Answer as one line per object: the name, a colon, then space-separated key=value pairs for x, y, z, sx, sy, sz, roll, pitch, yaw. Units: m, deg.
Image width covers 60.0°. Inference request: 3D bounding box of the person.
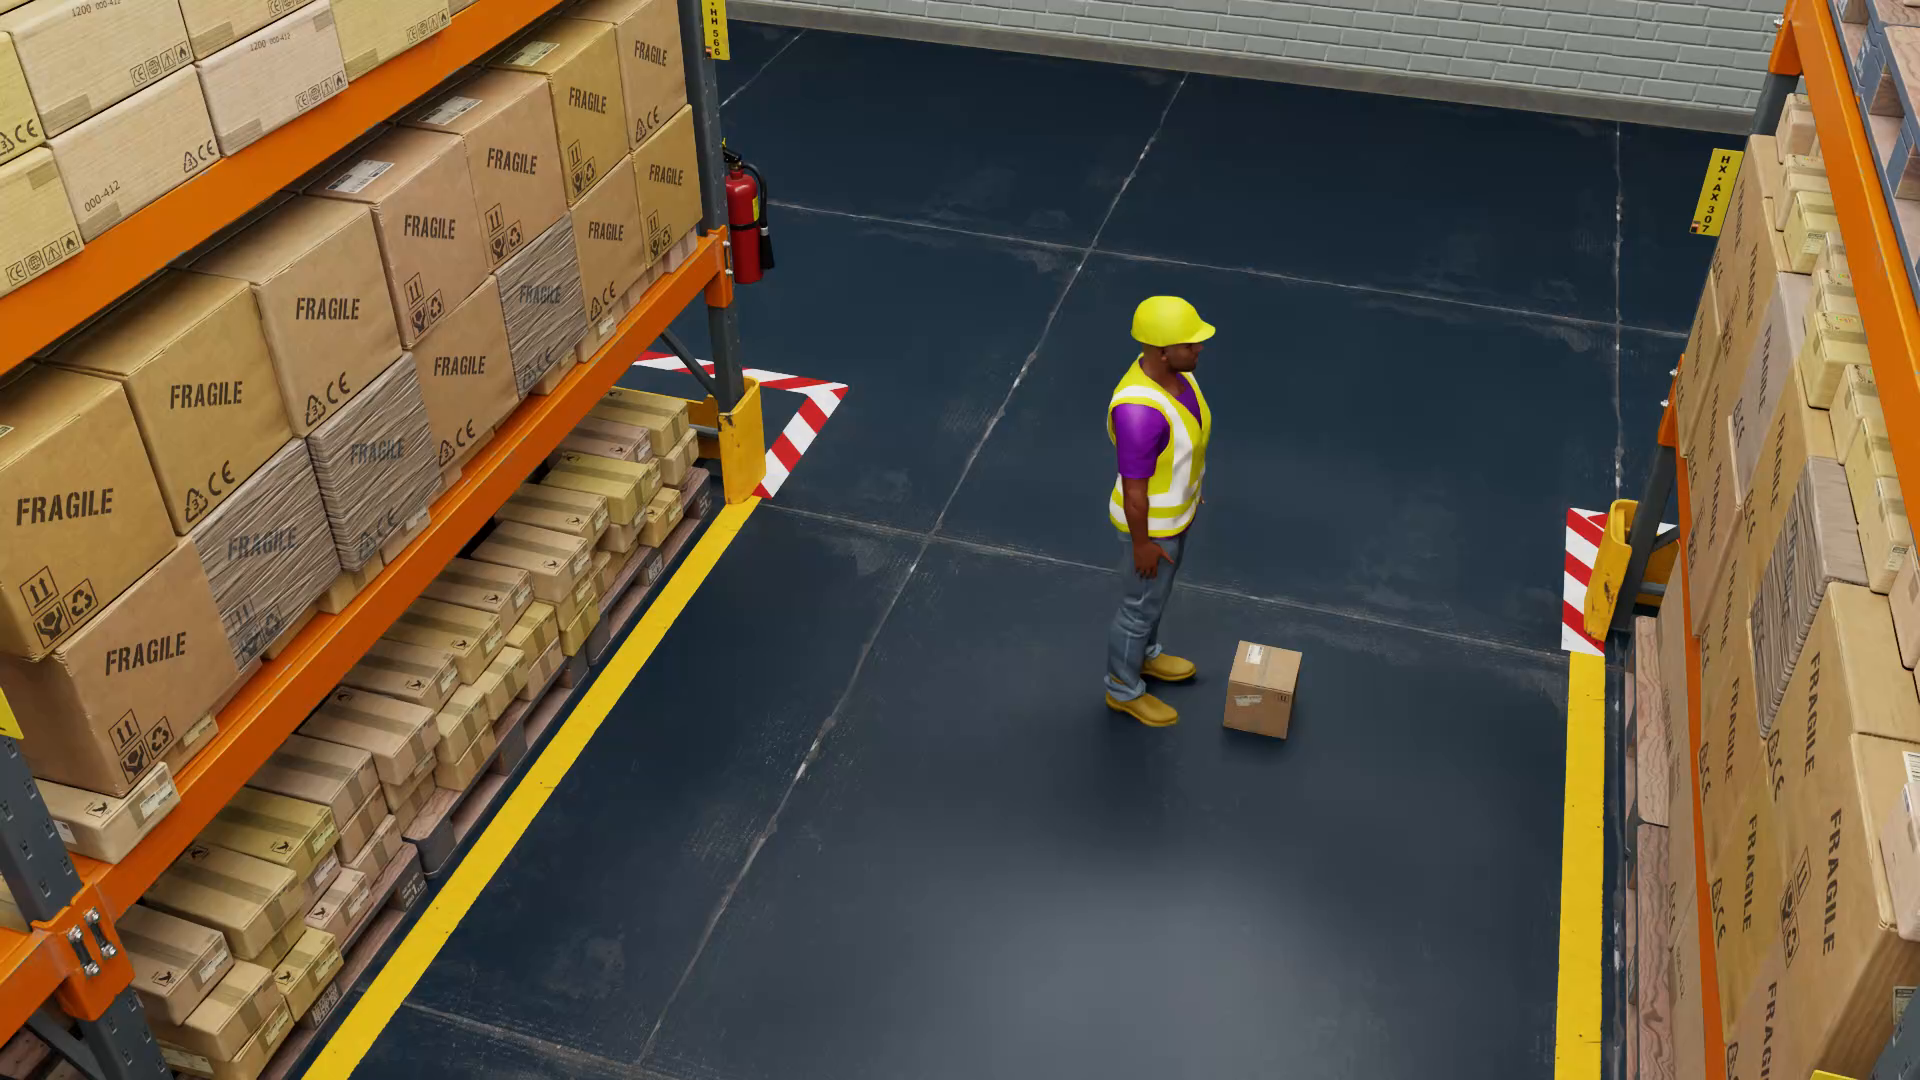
person: x=0.752 y=-0.112 z=6.278 sx=0.380 sy=1.782 sz=0.575 roll=11 pitch=38 yaw=15
